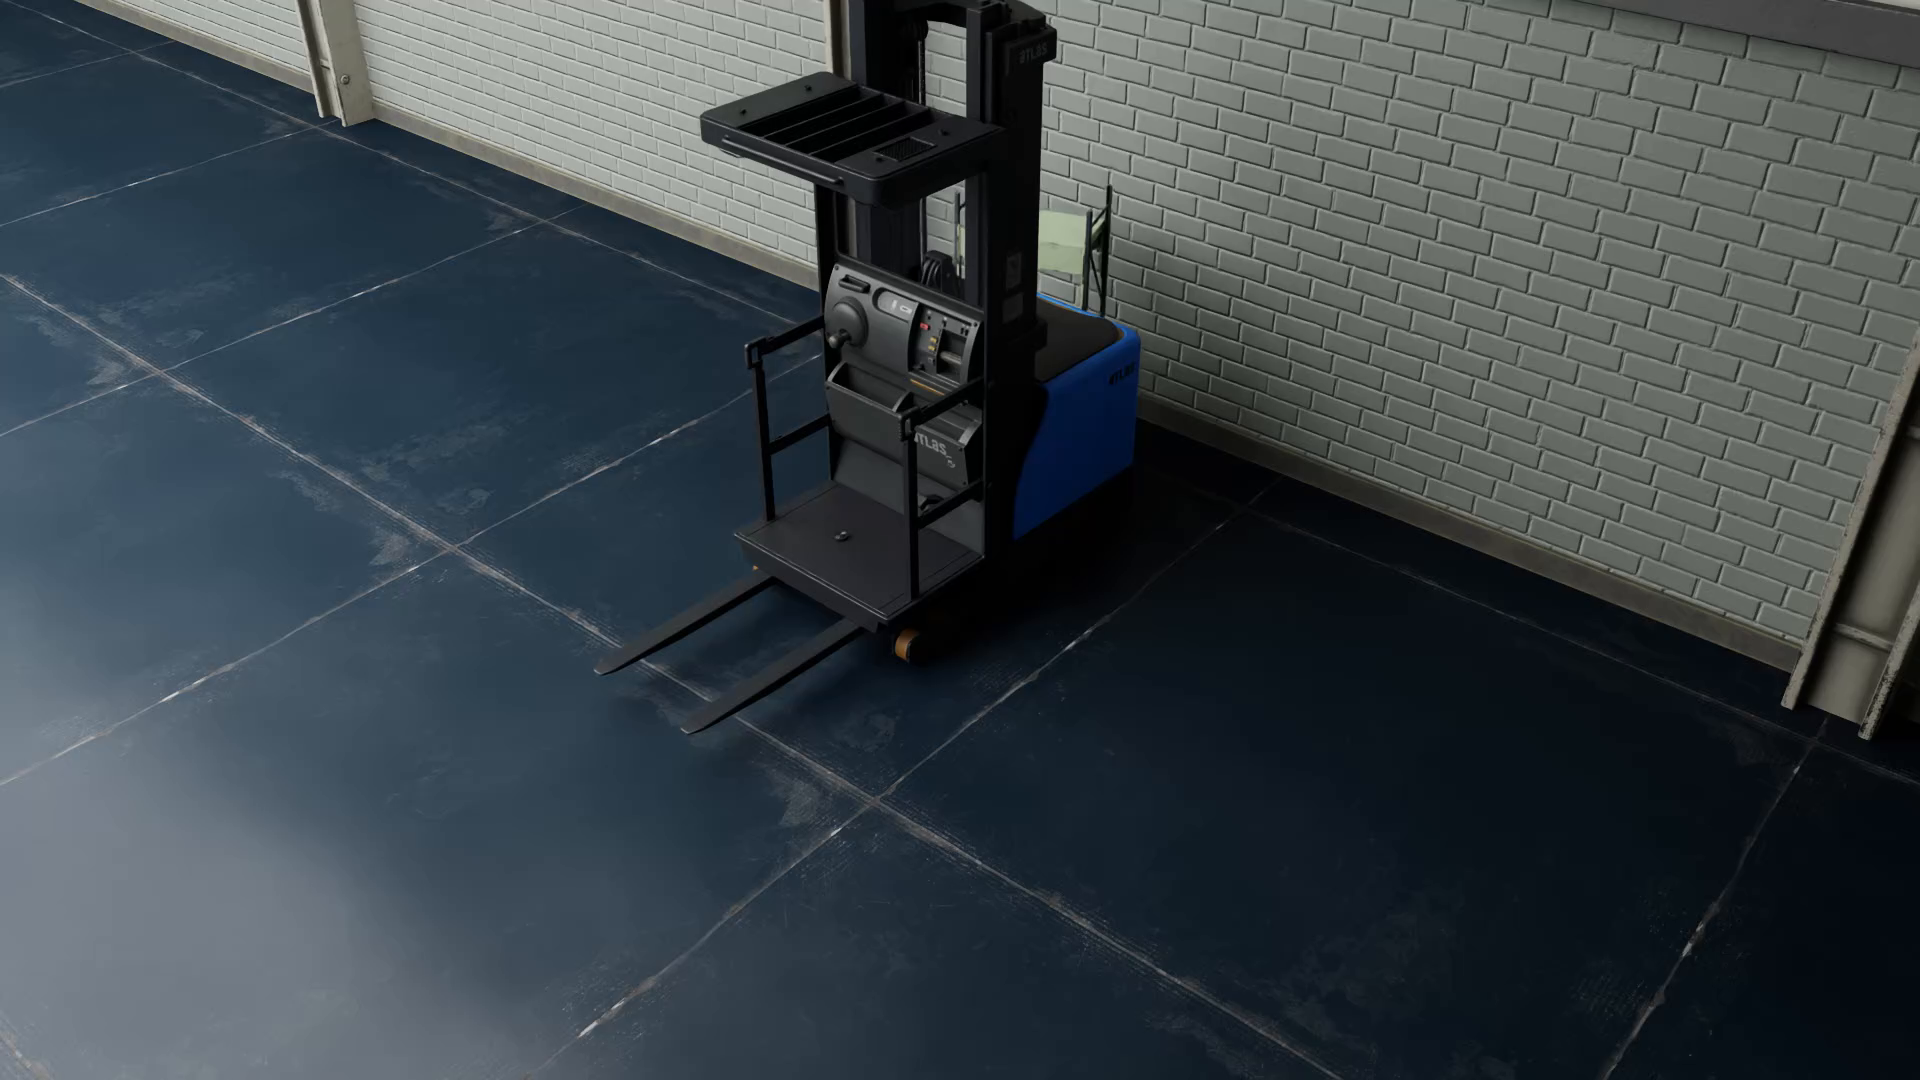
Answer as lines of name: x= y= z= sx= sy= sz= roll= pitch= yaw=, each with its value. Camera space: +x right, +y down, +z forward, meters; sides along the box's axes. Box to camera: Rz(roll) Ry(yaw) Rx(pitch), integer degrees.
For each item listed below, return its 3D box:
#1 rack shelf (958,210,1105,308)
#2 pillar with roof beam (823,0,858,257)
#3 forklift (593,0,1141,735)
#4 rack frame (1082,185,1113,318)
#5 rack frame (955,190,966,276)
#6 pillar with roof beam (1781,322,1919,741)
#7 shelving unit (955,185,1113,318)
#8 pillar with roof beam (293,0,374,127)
rack shelf: x=0.398 y=-1.585 z=9.121 sx=0.720 sy=0.370 sz=0.431 roll=12 pitch=36 yaw=17
pillar with roof beam: x=-3.306 y=-3.240 z=5.600 sx=0.400 sy=9.000 sz=9.100 roll=25 pitch=42 yaw=32
forklift: x=-0.415 y=-0.946 z=7.620 sx=1.130 sy=2.935 sz=3.031 roll=27 pitch=43 yaw=33
rack frame: x=0.738 y=-1.187 z=9.230 sx=0.023 sy=1.500 sz=0.400 roll=12 pitch=36 yaw=17
rack frame: x=0.055 y=-1.335 z=9.446 sx=0.023 sy=1.500 sz=0.400 roll=12 pitch=36 yaw=17
pillar with roof beam: x=1.305 y=-1.066 z=2.436 sx=0.400 sy=9.000 sz=9.100 roll=25 pitch=42 yaw=32
shelving unit: x=0.397 y=-1.261 z=9.338 sx=0.755 sy=1.500 sz=0.431 roll=12 pitch=36 yaw=17
pillar with roof beam: x=-7.918 y=-5.413 z=8.765 sx=0.400 sy=9.000 sz=9.100 roll=25 pitch=42 yaw=32
